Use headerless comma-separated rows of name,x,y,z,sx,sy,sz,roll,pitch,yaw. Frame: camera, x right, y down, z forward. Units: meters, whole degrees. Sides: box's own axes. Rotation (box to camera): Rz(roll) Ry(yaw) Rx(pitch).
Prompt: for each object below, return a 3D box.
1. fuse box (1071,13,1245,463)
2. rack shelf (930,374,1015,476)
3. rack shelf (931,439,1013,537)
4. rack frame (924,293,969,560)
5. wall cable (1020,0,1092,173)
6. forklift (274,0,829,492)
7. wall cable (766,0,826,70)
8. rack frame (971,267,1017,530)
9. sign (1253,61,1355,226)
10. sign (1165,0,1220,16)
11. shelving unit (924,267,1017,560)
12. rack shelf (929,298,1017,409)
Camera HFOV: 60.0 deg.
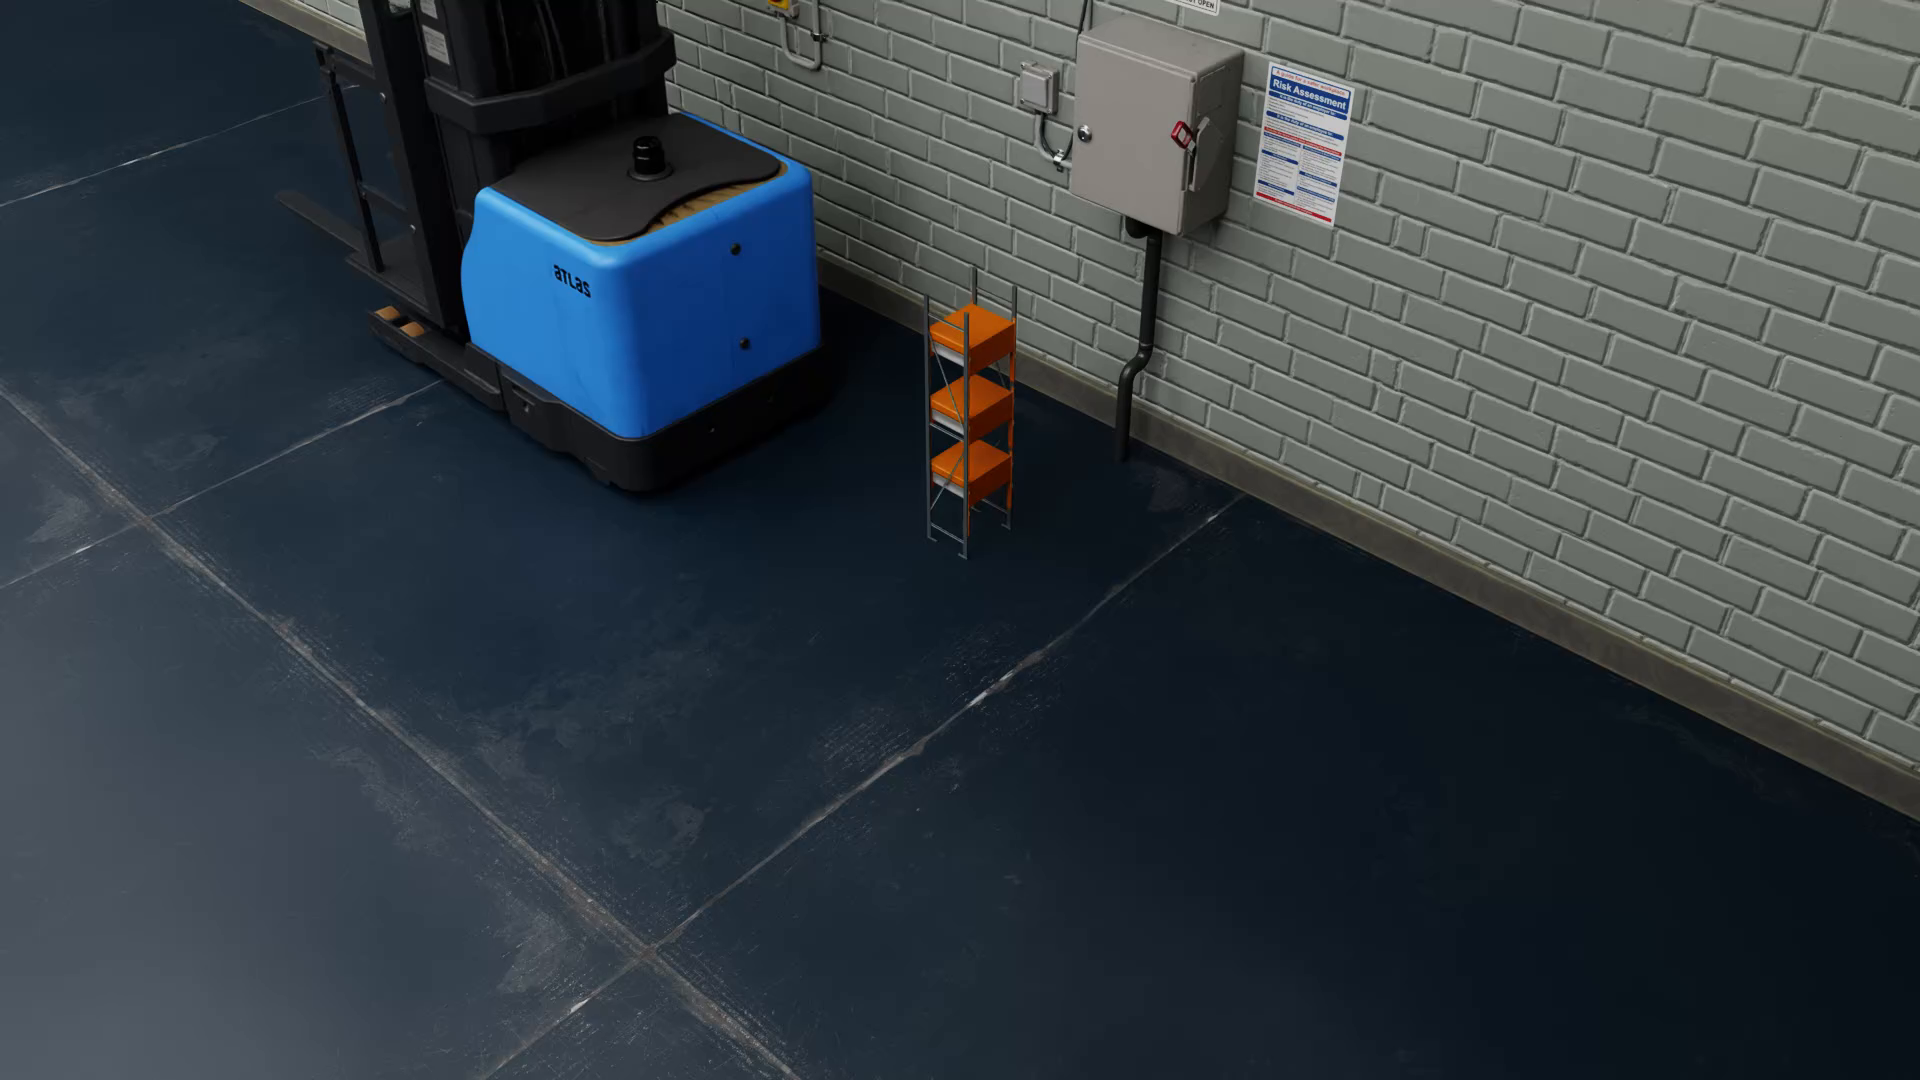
fuse box,0.644,-0.972,6.098,0.539,1.711,0.414,30,47,32
rack shelf,0.036,-0.427,5.961,0.215,0.259,0.240,30,47,32
rack shelf,0.036,-0.210,6.134,0.215,0.259,0.240,30,47,32
rack frame,-0.046,-0.379,5.884,0.200,1.050,0.008,30,47,32
wall cable,0.246,-2.233,5.832,0.588,1.984,0.122,30,47,32
forklift,-1.963,-2.133,6.578,3.031,2.935,1.130,31,48,33
wall cable,-0.809,-2.835,6.564,0.585,1.953,0.123,30,47,32
rack frame,0.118,-0.492,6.025,0.200,1.050,0.008,30,47,32
sign,1.148,-1.327,5.585,0.329,0.494,0.001,30,47,32
sign,0.742,-1.918,5.589,0.339,0.242,0.001,30,47,32
shelving unit,0.036,-0.436,5.954,0.215,1.050,0.252,30,47,32
rack shelf,0.036,-0.649,5.784,0.215,0.259,0.240,30,47,32
